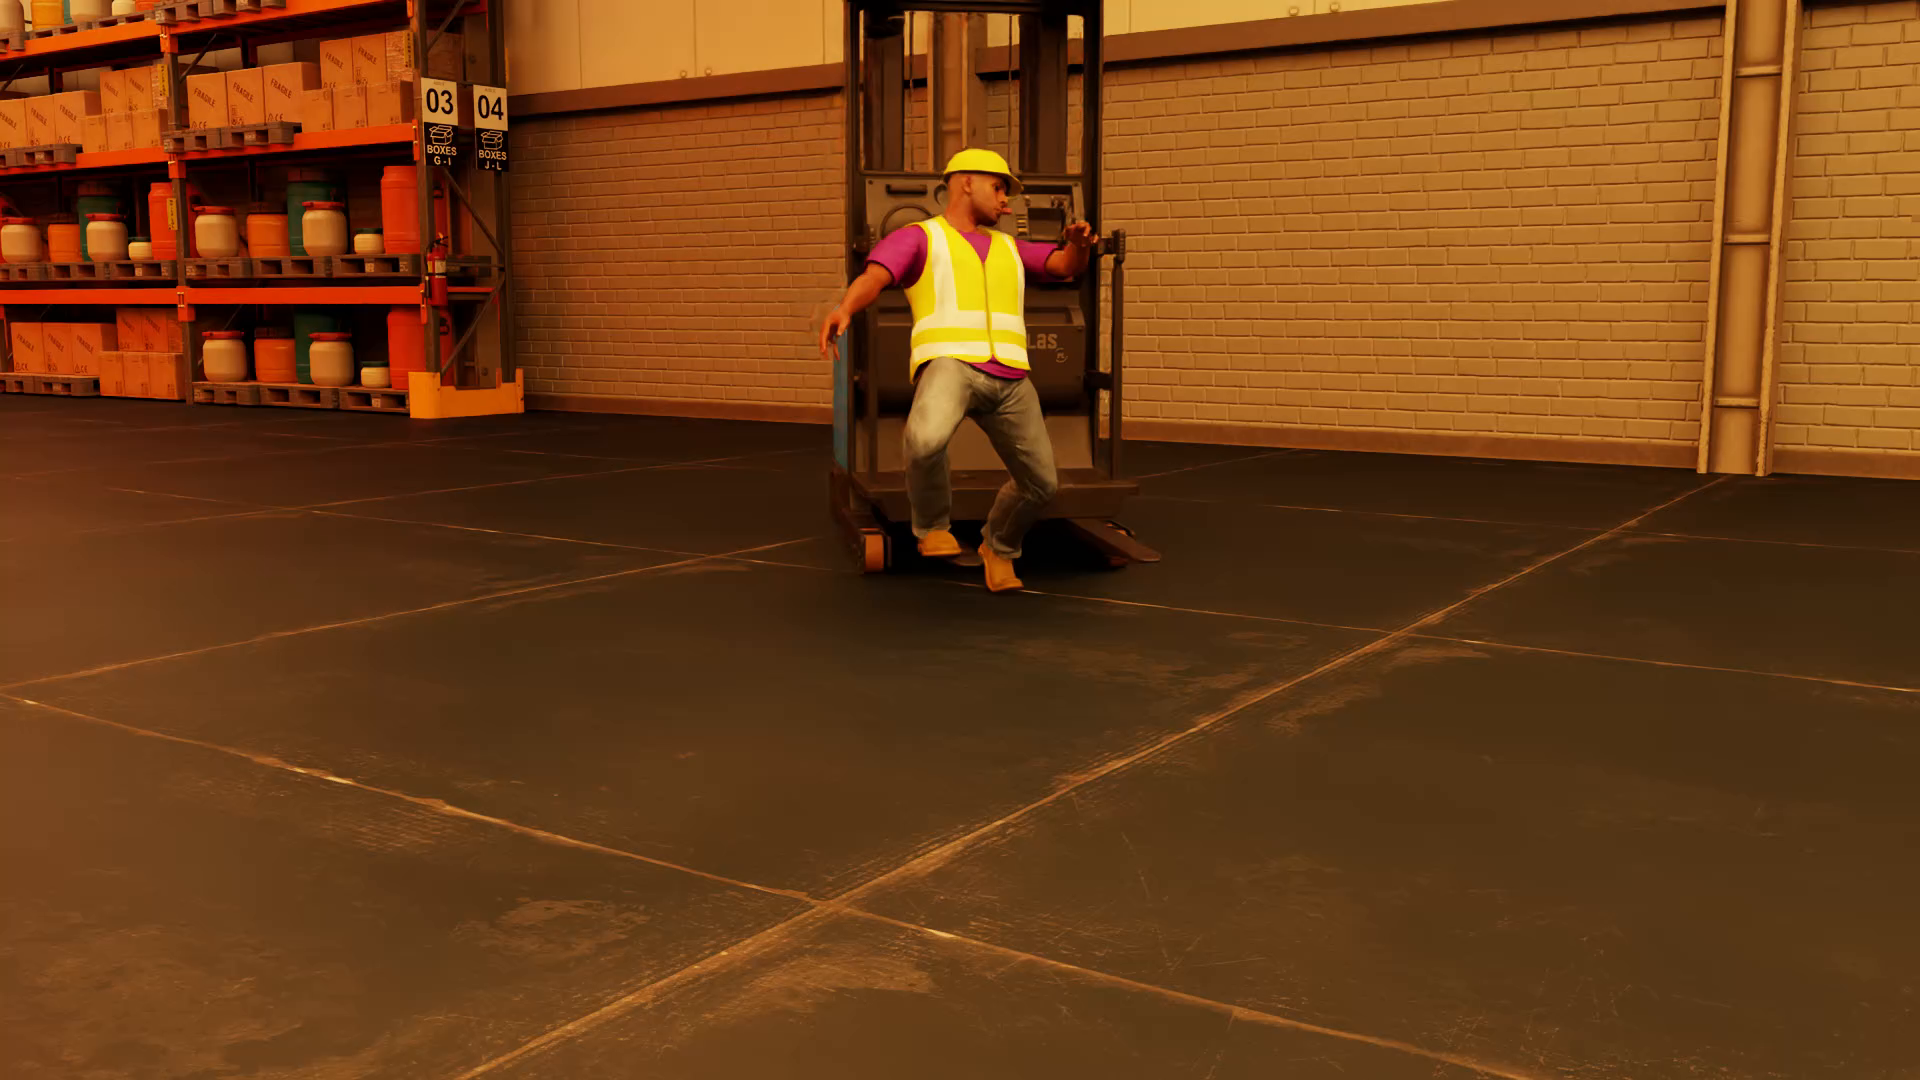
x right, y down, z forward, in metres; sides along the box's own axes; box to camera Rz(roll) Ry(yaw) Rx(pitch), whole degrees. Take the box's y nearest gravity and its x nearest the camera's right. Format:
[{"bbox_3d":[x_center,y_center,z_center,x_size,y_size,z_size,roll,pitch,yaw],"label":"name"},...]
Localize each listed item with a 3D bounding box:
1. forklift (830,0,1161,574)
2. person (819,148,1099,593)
[{"bbox_3d":[0.101,-1.366,6.800,1.130,2.935,3.031,-1,8,-9],"label":"forklift"},{"bbox_3d":[-0.033,-0.540,5.621,1.016,1.605,0.901,-5,10,-33],"label":"person"}]
